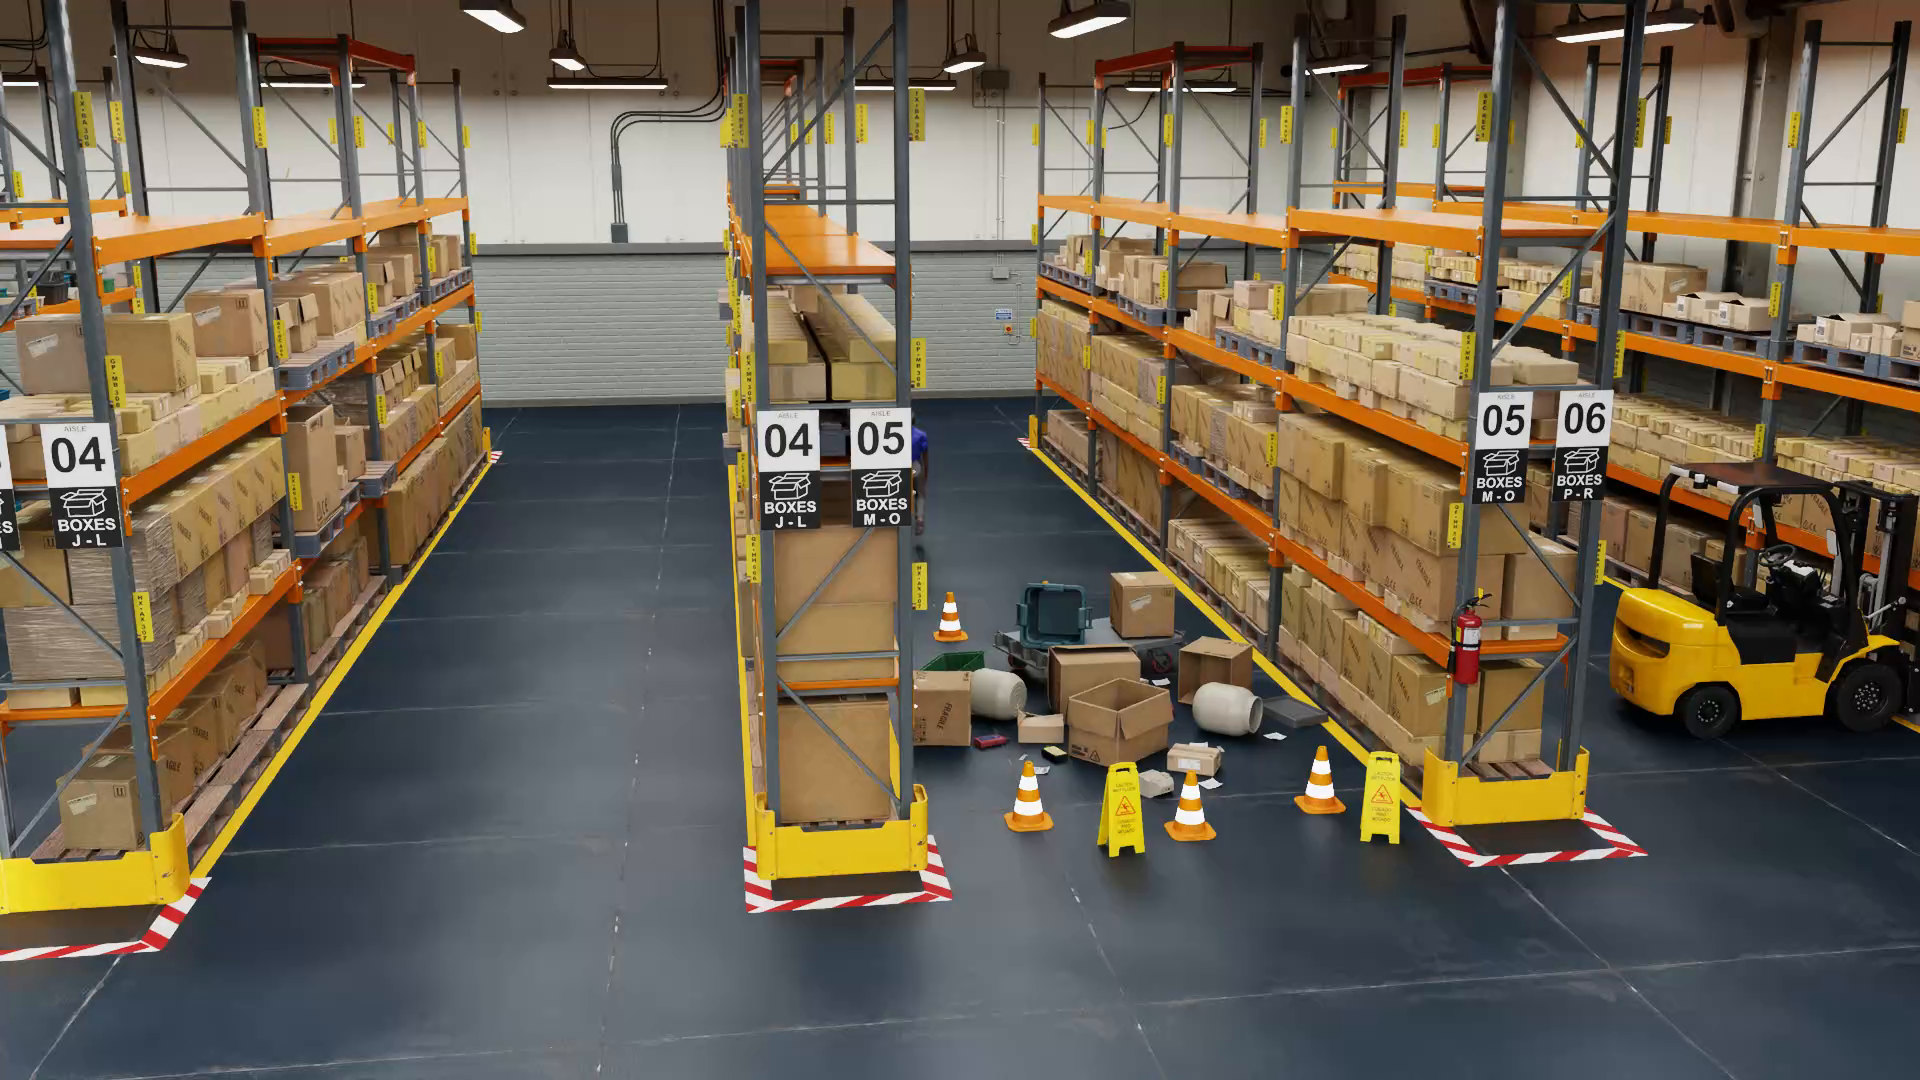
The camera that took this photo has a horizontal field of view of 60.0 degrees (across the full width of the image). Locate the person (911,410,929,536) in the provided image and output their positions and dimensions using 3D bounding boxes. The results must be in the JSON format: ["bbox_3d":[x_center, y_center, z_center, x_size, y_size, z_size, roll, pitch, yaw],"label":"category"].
[{"bbox_3d":[-0.616,-0.834,20.961,0.448,1.638,0.631,-2,13,-7],"label":"person"}]
